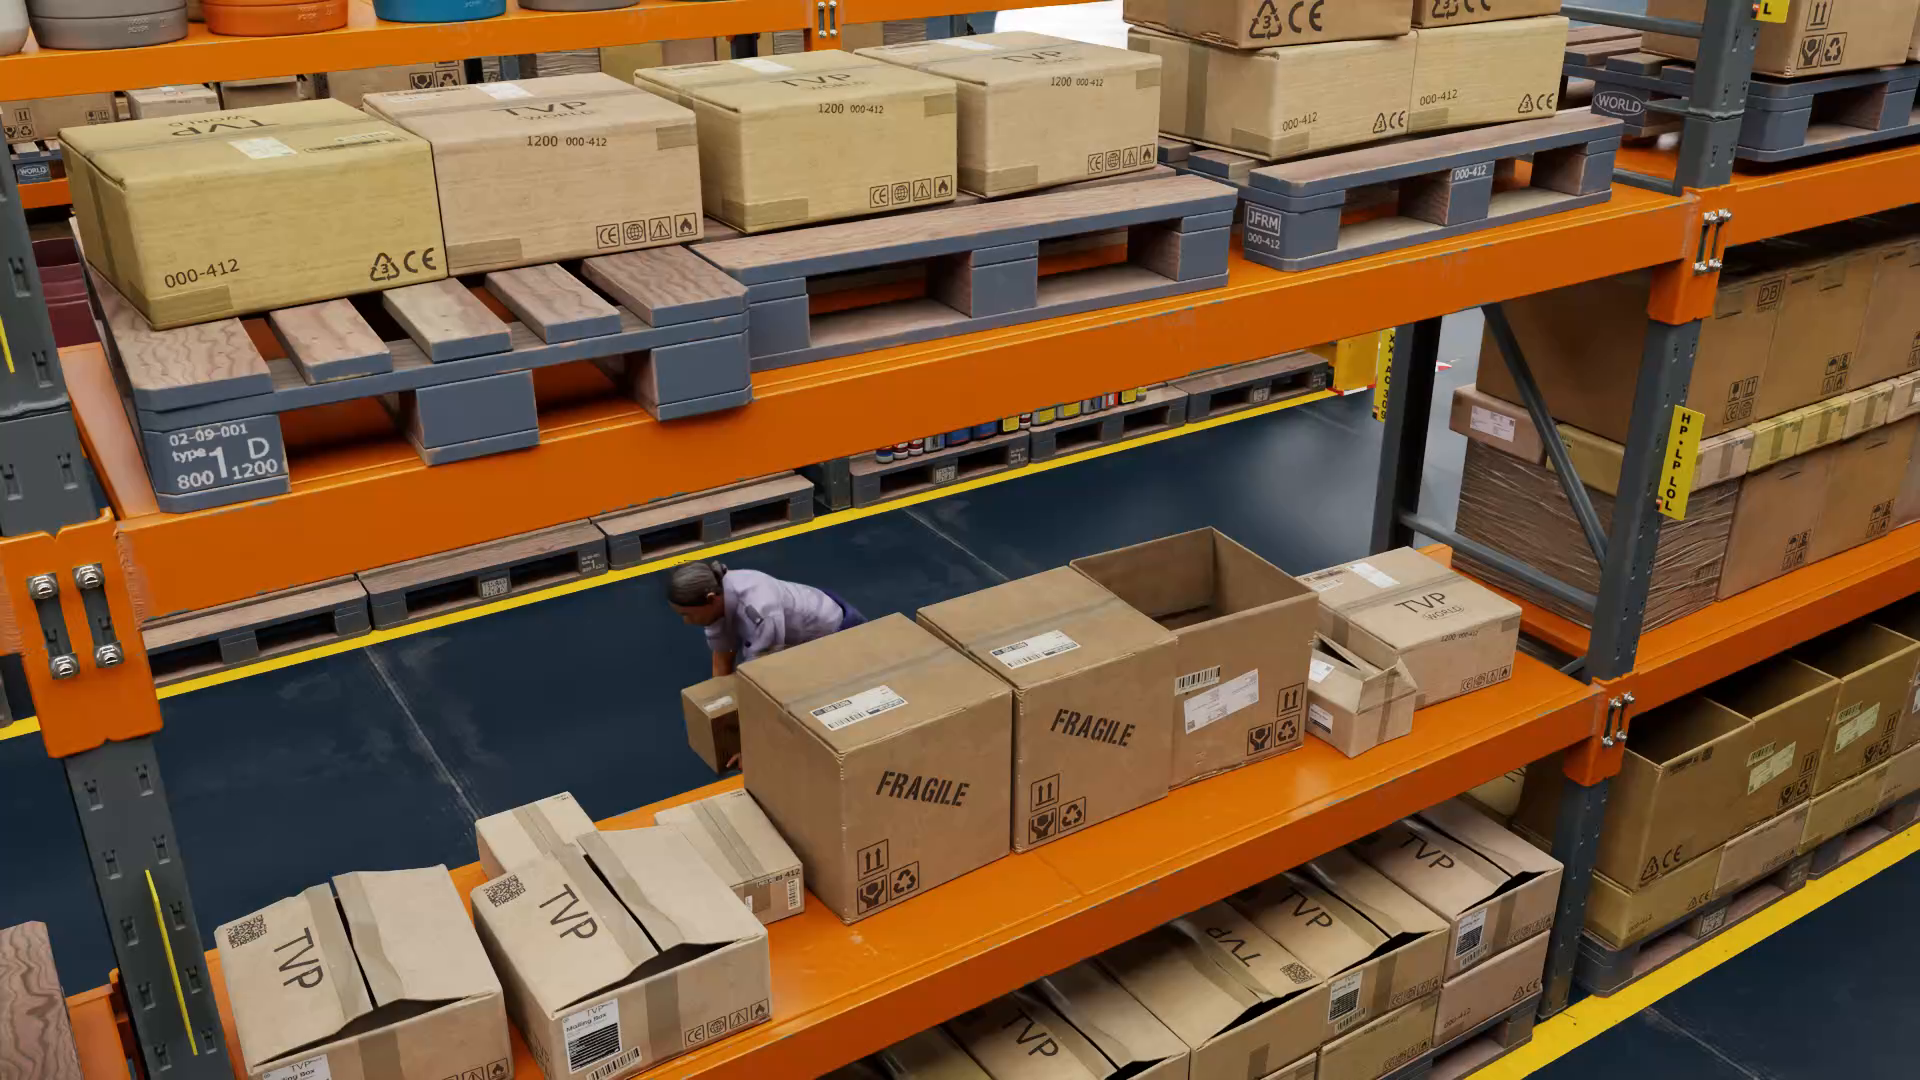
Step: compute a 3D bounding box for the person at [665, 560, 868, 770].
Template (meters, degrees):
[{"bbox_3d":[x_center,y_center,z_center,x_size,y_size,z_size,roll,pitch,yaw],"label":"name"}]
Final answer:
[{"bbox_3d":[-0.701,0.594,6.262,0.813,1.318,0.456,-17,30,-31],"label":"person"}]
